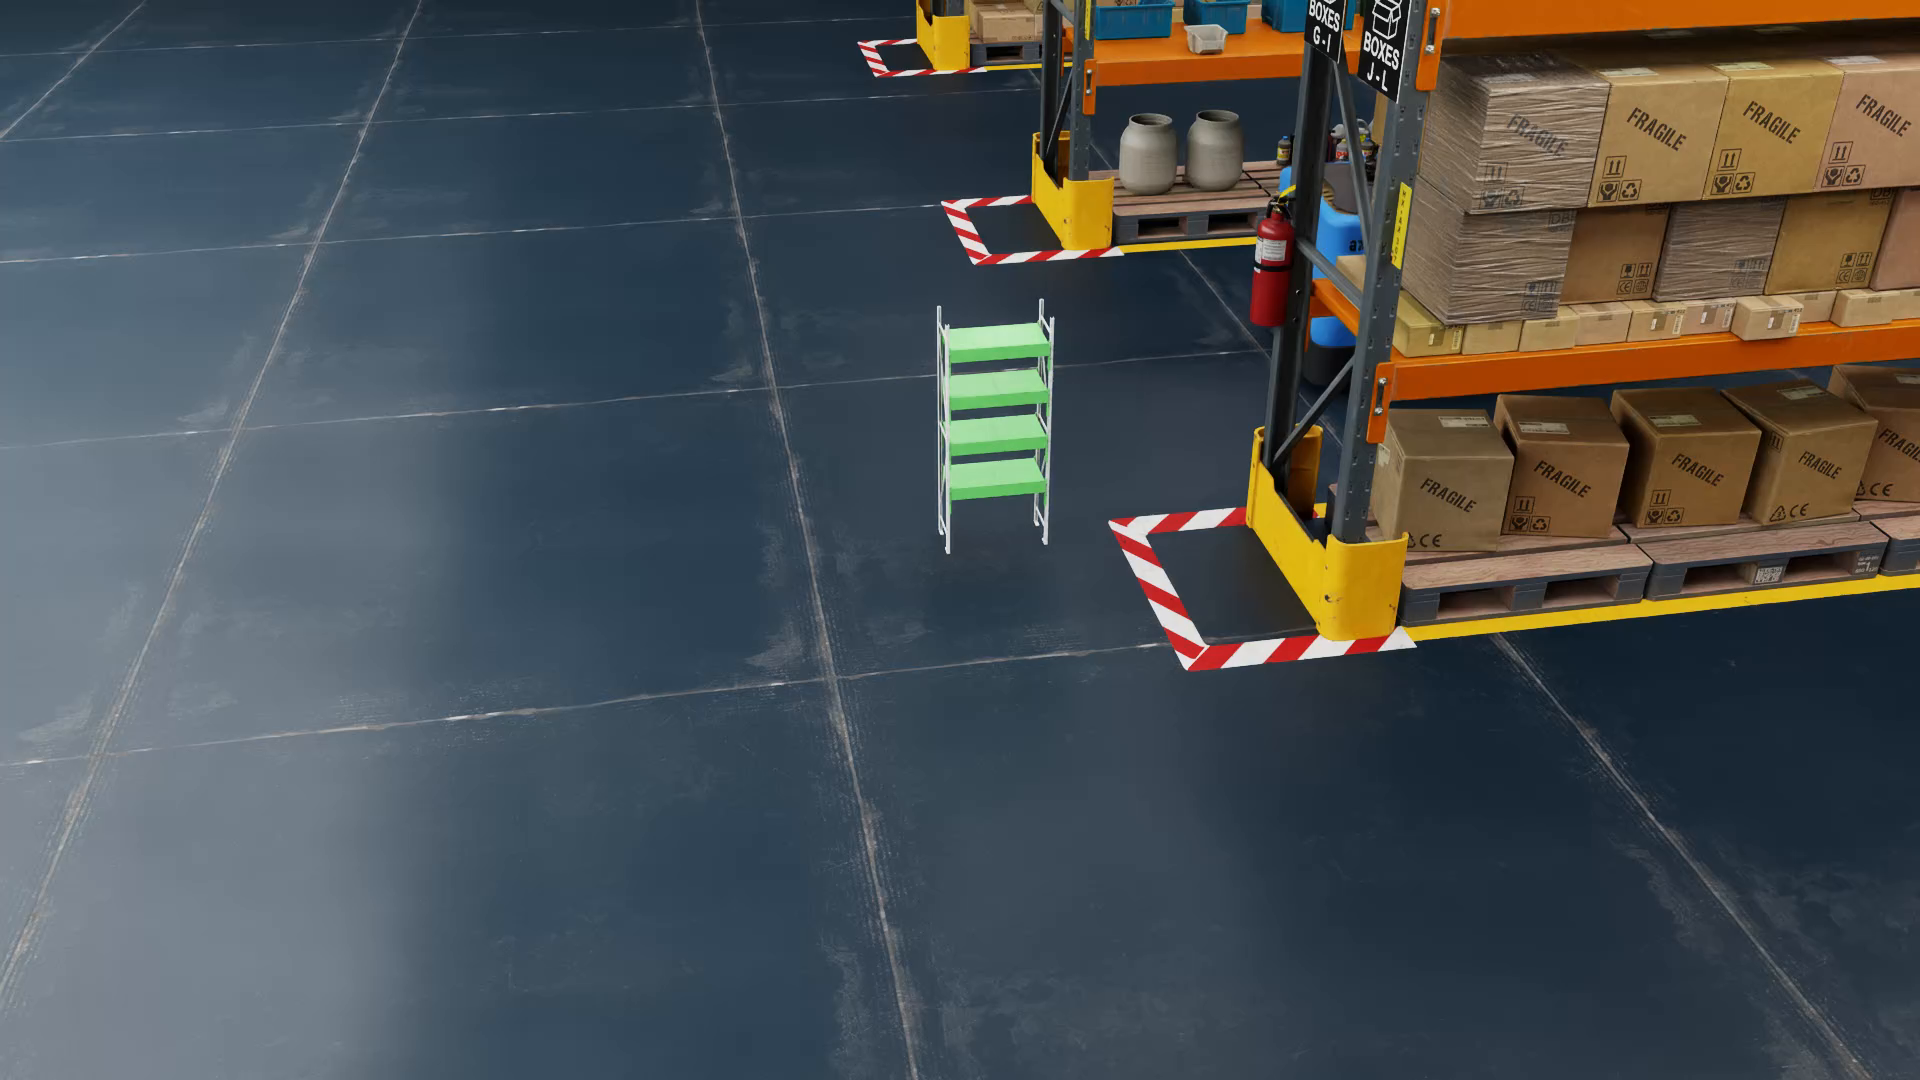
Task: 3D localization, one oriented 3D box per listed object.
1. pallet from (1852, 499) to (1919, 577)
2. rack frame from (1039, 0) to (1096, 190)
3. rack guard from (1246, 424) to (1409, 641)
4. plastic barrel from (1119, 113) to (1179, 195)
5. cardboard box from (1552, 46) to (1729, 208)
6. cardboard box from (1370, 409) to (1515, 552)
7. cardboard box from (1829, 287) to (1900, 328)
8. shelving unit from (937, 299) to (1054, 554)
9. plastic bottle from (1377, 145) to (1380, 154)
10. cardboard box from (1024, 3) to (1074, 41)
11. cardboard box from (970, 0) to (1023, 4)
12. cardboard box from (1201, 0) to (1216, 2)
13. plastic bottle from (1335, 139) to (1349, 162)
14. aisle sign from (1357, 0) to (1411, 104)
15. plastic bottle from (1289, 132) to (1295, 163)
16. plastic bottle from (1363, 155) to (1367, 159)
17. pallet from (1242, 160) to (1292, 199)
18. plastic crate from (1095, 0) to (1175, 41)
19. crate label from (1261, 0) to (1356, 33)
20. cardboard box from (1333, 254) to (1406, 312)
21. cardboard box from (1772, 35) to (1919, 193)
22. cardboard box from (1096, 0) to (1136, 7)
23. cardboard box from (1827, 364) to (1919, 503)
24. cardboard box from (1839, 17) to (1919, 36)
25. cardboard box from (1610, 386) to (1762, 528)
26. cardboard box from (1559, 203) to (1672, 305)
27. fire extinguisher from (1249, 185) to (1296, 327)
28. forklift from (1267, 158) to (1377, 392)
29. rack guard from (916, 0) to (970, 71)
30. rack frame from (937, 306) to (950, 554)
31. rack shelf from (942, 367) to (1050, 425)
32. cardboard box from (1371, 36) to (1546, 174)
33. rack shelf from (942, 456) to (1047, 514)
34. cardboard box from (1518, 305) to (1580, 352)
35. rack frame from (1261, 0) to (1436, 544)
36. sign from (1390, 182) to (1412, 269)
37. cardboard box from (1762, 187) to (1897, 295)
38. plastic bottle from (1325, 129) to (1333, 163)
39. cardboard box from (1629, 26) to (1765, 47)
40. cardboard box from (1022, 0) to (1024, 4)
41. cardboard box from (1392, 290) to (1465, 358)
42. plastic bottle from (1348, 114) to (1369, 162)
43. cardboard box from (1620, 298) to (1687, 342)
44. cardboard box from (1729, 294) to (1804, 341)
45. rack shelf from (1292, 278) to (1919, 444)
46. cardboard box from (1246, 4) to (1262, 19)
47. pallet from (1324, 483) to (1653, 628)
[{"bbox_3d":[4.914,-0.216,8.410,1.213,0.211,1.003,-5,31,-9],"label":"pallet"},{"bbox_3d":[0.742,-3.602,11.416,0.127,3.000,1.000,-5,31,-9],"label":"rack frame"},{"bbox_3d":[1.709,-0.062,7.862,0.348,0.500,1.175,-5,31,-9],"label":"rack guard"},{"bbox_3d":[1.375,-2.808,12.107,0.421,0.512,0.421,0,30,0],"label":"plastic barrel"},{"bbox_3d":[2.717,-1.691,6.788,0.500,0.500,0.500,-5,31,-9],"label":"cardboard box"},{"bbox_3d":[2.251,-0.284,7.826,0.500,0.500,0.500,0,30,0],"label":"cardboard box"},{"bbox_3d":[3.932,-1.093,7.398,0.250,0.149,0.380,-5,31,-9],"label":"cardboard box"},{"bbox_3d":[0.163,-0.532,7.972,0.503,1.200,0.258,-5,31,-9],"label":"shelving unit"},{"bbox_3d":[3.255,-2.988,12.625,0.135,0.276,0.152,-5,31,-9],"label":"plastic bottle"},{"bbox_3d":[0.912,-5.053,16.182,0.500,0.250,0.500,-5,31,-9],"label":"cardboard box"},{"bbox_3d":[0.327,-5.588,16.353,0.500,0.500,0.500,-5,31,-9],"label":"cardboard box"},{"bbox_3d":[2.386,-5.517,16.232,0.500,0.500,0.500,-5,31,-9],"label":"cardboard box"},{"bbox_3d":[2.900,-2.933,12.605,0.097,0.201,0.097,0,30,0],"label":"plastic bottle"},{"bbox_3d":[1.627,-2.098,6.293,0.004,0.787,0.394,-5,31,-9],"label":"aisle sign"},{"bbox_3d":[2.581,-3.026,12.683,0.133,0.283,0.061,-5,31,-8],"label":"plastic bottle"},{"bbox_3d":[2.919,-2.657,12.066,0.097,0.271,0.097,0,30,0],"label":"plastic bottle"},{"bbox_3d":[2.806,-2.611,12.482,1.213,0.211,1.003,-5,31,-9],"label":"pallet"},{"bbox_3d":[1.180,-3.732,11.785,0.616,0.251,0.499,-5,31,-9],"label":"plastic crate"},{"bbox_3d":[2.504,-3.920,11.922,0.616,0.435,0.502,-5,31,-9],"label":"crate label"},{"bbox_3d":[1.877,-1.153,7.499,0.250,0.149,0.380,-5,31,-9],"label":"cardboard box"},{"bbox_3d":[3.699,-1.786,6.950,0.500,0.500,0.500,-5,31,-9],"label":"cardboard box"},{"bbox_3d":[1.402,-5.427,16.079,0.500,0.500,0.500,-5,31,-9],"label":"cardboard box"},{"bbox_3d":[4.606,-0.528,8.241,0.500,0.500,0.500,4,31,7],"label":"cardboard box"},{"bbox_3d":[4.097,-2.094,7.473,0.500,0.500,0.500,-5,31,-9],"label":"cardboard box"},{"bbox_3d":[3.452,-0.404,8.029,0.500,0.500,0.500,-3,31,-4],"label":"cardboard box"},{"bbox_3d":[2.650,-1.445,7.357,0.500,0.500,0.875,-5,31,-9],"label":"cardboard box"},{"bbox_3d":[1.438,-1.318,7.609,0.183,0.674,0.296,-5,31,-9],"label":"fire extinguisher"},{"bbox_3d":[3.462,-2.454,9.532,3.031,2.935,1.130,-4,31,-7],"label":"forklift"},{"bbox_3d":[-0.170,-4.992,16.246,0.348,0.500,1.175,-5,31,-9],"label":"rack guard"},{"bbox_3d":[-0.077,-0.510,7.934,0.015,1.200,0.240,-5,31,-9],"label":"rack frame"},{"bbox_3d":[0.163,-0.684,7.882,0.480,0.148,0.258,-5,31,-9],"label":"rack shelf"},{"bbox_3d":[2.130,-1.908,7.157,0.500,0.500,0.500,-5,31,-9],"label":"cardboard box"},{"bbox_3d":[0.163,-0.270,8.126,0.480,0.148,0.258,-5,31,-9],"label":"rack shelf"},{"bbox_3d":[2.455,-0.960,7.171,0.250,0.149,0.380,-5,31,-9],"label":"cardboard box"},{"bbox_3d":[1.634,-1.132,7.216,0.127,3.000,1.000,-5,31,-9],"label":"rack frame"},{"bbox_3d":[1.732,-1.235,6.537,0.005,0.325,0.100,-5,31,-9],"label":"sign"},{"bbox_3d":[3.644,-1.509,7.466,0.500,0.500,0.875,-5,31,-9],"label":"cardboard box"},{"bbox_3d":[2.742,-2.963,12.575,0.133,0.283,0.061,-5,31,-9],"label":"plastic bottle"},{"bbox_3d":[3.114,-2.001,7.315,0.500,0.500,0.500,-5,31,-9],"label":"cardboard box"},{"bbox_3d":[0.817,-5.315,16.629,0.500,0.250,0.500,-5,31,-9],"label":"cardboard box"},{"bbox_3d":[1.957,-0.931,7.122,0.250,0.149,0.380,-5,31,-9],"label":"cardboard box"},{"bbox_3d":[3.021,-3.075,12.699,0.185,0.351,0.144,-4,31,-7],"label":"plastic bottle"},{"bbox_3d":[2.945,-1.012,7.260,0.250,0.149,0.380,-5,31,-9],"label":"cardboard box"},{"bbox_3d":[3.450,-1.020,7.273,0.250,0.149,0.380,-5,31,-9],"label":"cardboard box"},{"bbox_3d":[3.601,-1.005,7.709,4.000,0.370,1.077,-5,31,-9],"label":"rack shelf"},{"bbox_3d":[2.878,-5.241,16.502,0.500,0.250,0.500,-5,31,-9],"label":"cardboard box"},{"bbox_3d":[2.514,0.006,8.031,1.213,0.211,1.003,-5,31,-9],"label":"pallet"}]
